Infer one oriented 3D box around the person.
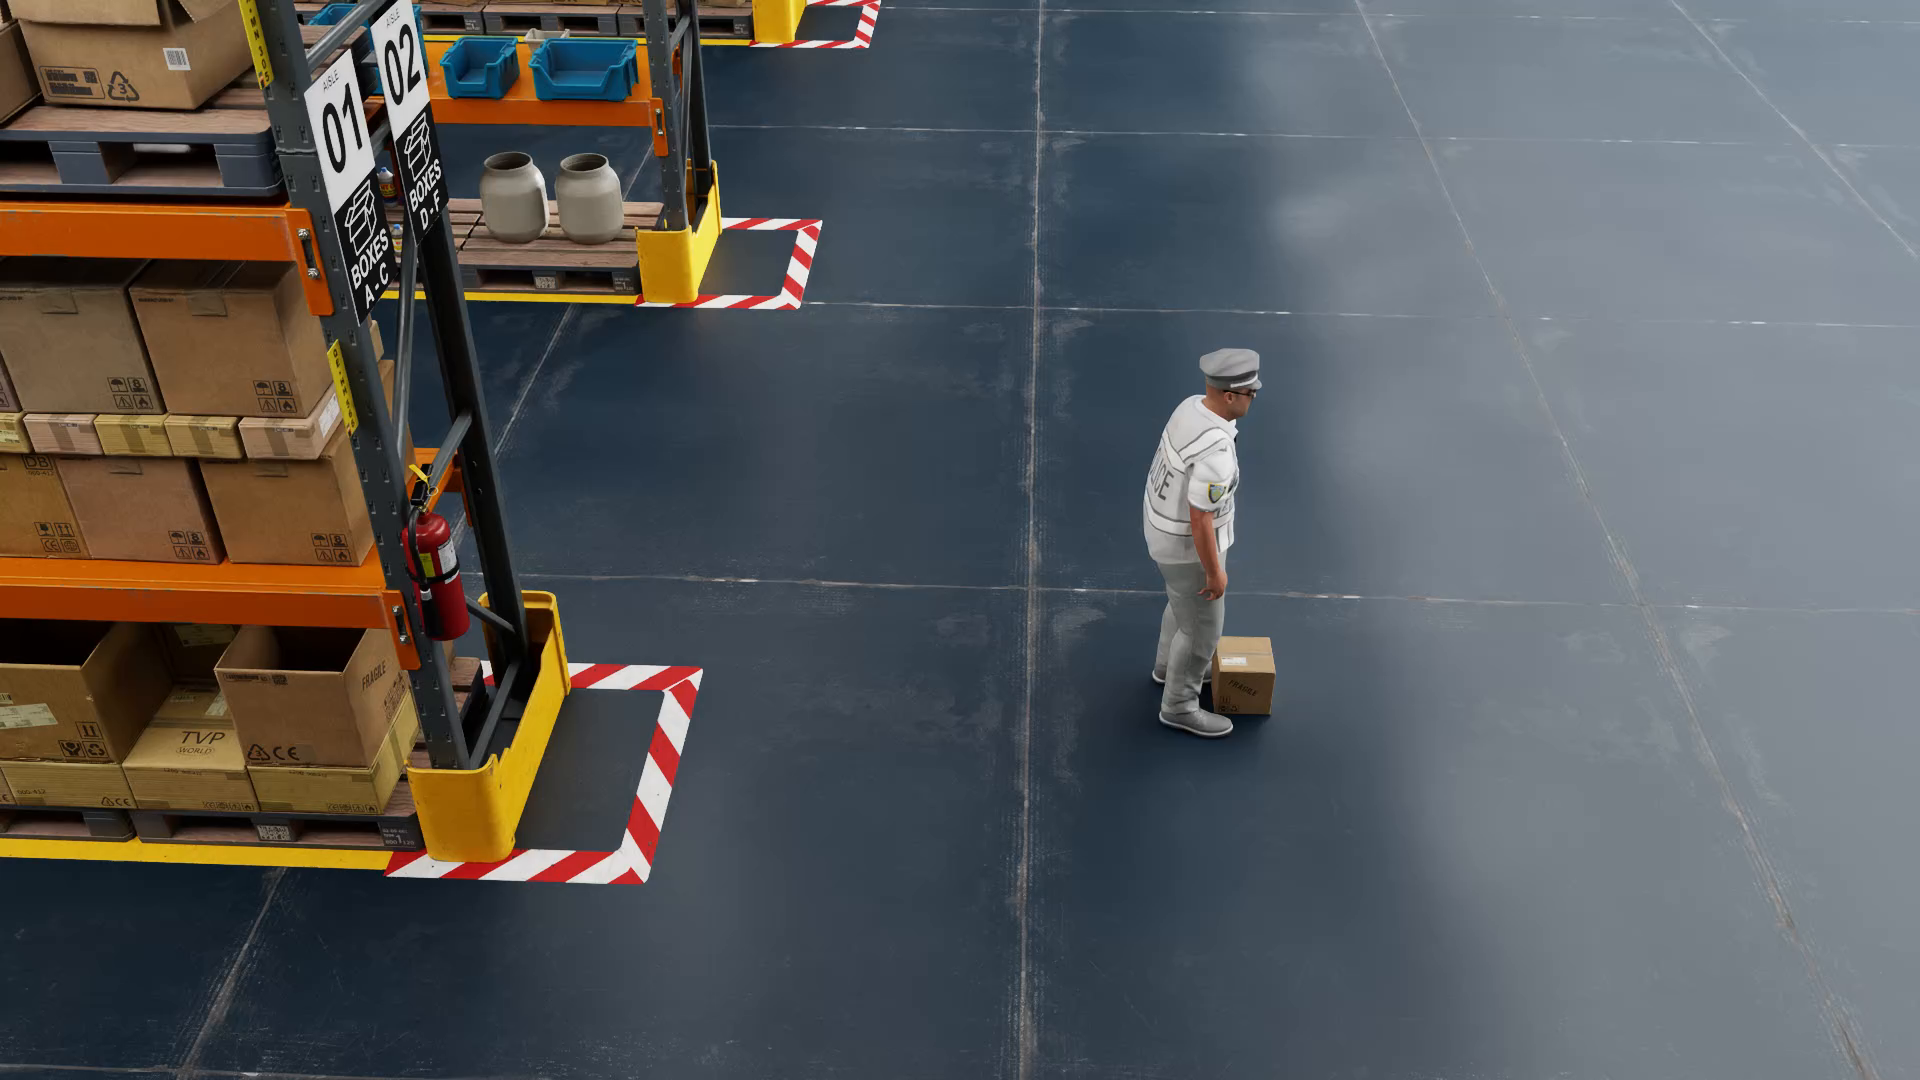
[{"bbox_3d":[1.004,-0.003,7.115,0.435,1.748,0.606,-1,35,-1],"label":"person"}]
